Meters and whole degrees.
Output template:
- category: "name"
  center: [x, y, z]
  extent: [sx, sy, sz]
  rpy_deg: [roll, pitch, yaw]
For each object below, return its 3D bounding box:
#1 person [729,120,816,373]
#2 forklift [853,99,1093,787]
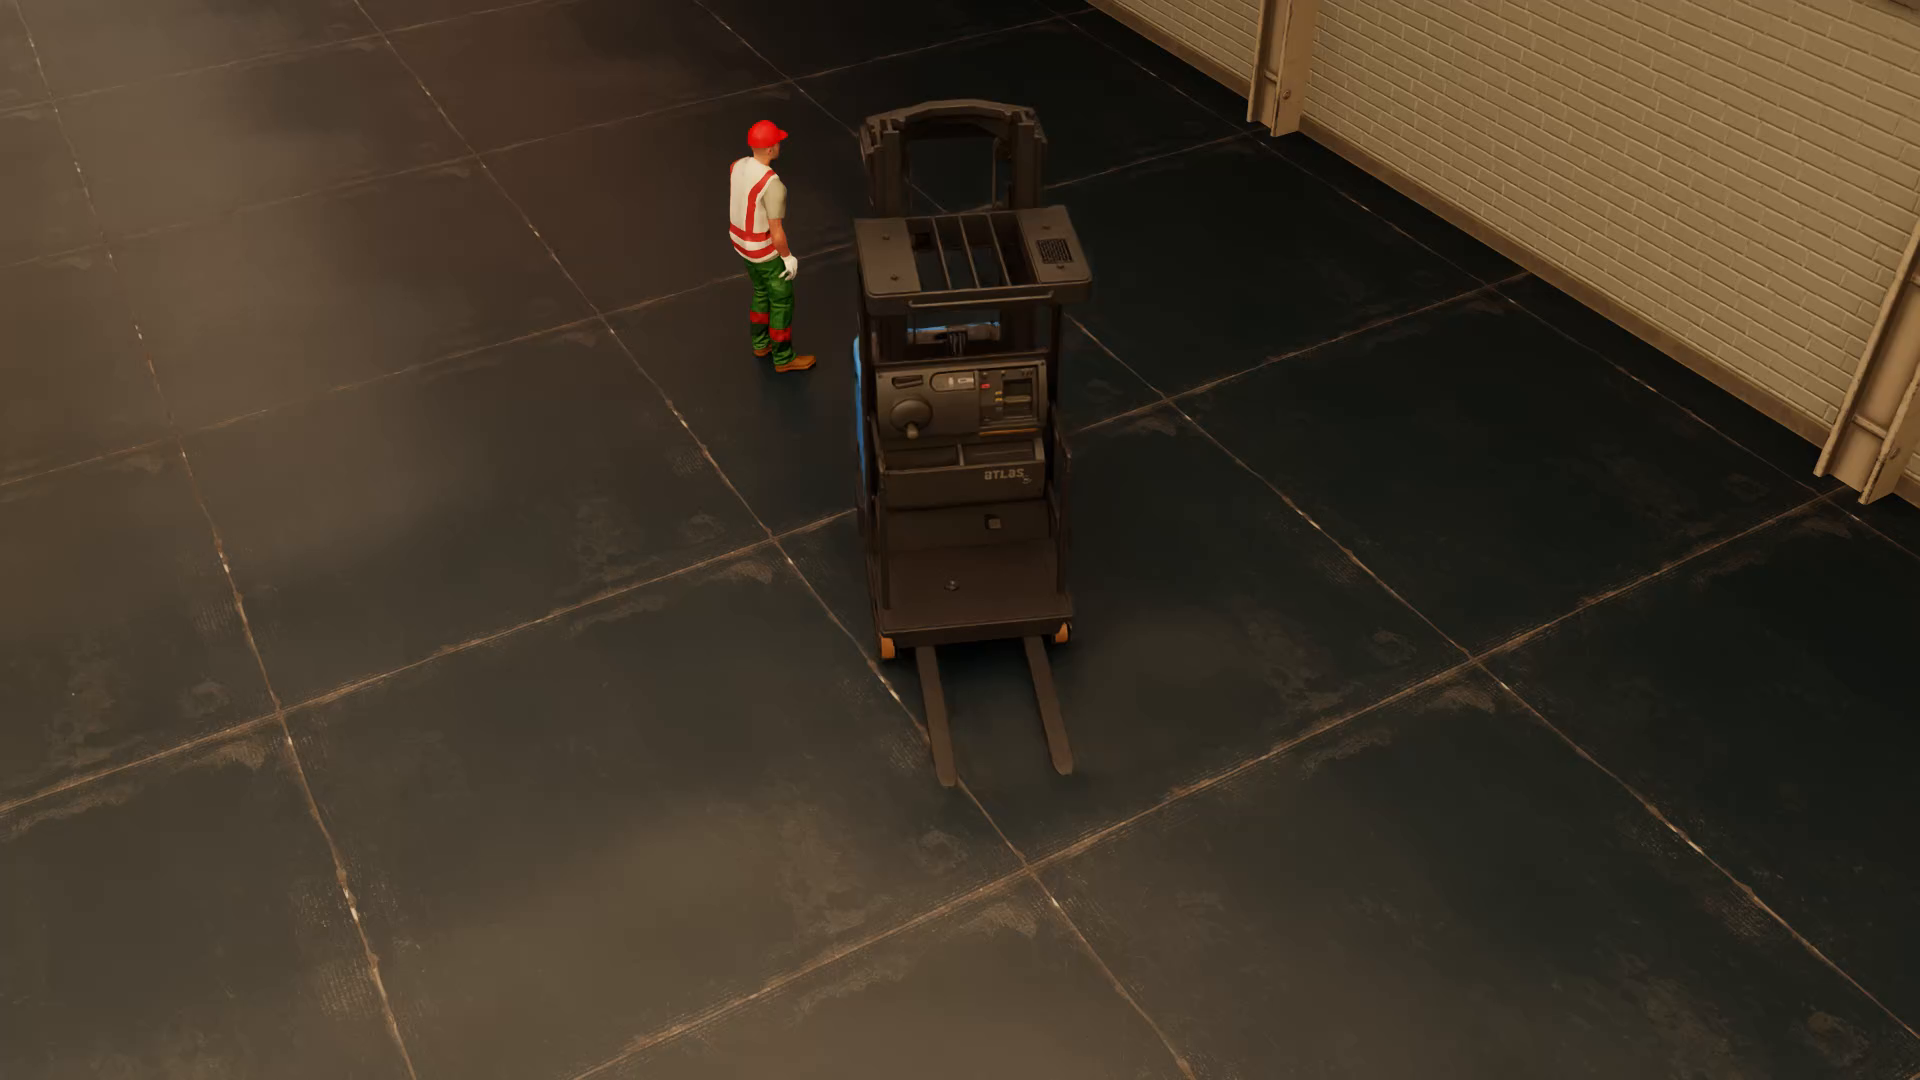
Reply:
- category: "person"
  center: [-1.312, -2.002, 11.356]
  extent: [0.451, 1.777, 0.605]
  rpy_deg: [-26, 46, -28]
- category: "forklift"
  center: [0.042, -0.686, 8.863]
  extent: [1.130, 2.935, 3.031]
  rpy_deg: [-5, 40, -6]
